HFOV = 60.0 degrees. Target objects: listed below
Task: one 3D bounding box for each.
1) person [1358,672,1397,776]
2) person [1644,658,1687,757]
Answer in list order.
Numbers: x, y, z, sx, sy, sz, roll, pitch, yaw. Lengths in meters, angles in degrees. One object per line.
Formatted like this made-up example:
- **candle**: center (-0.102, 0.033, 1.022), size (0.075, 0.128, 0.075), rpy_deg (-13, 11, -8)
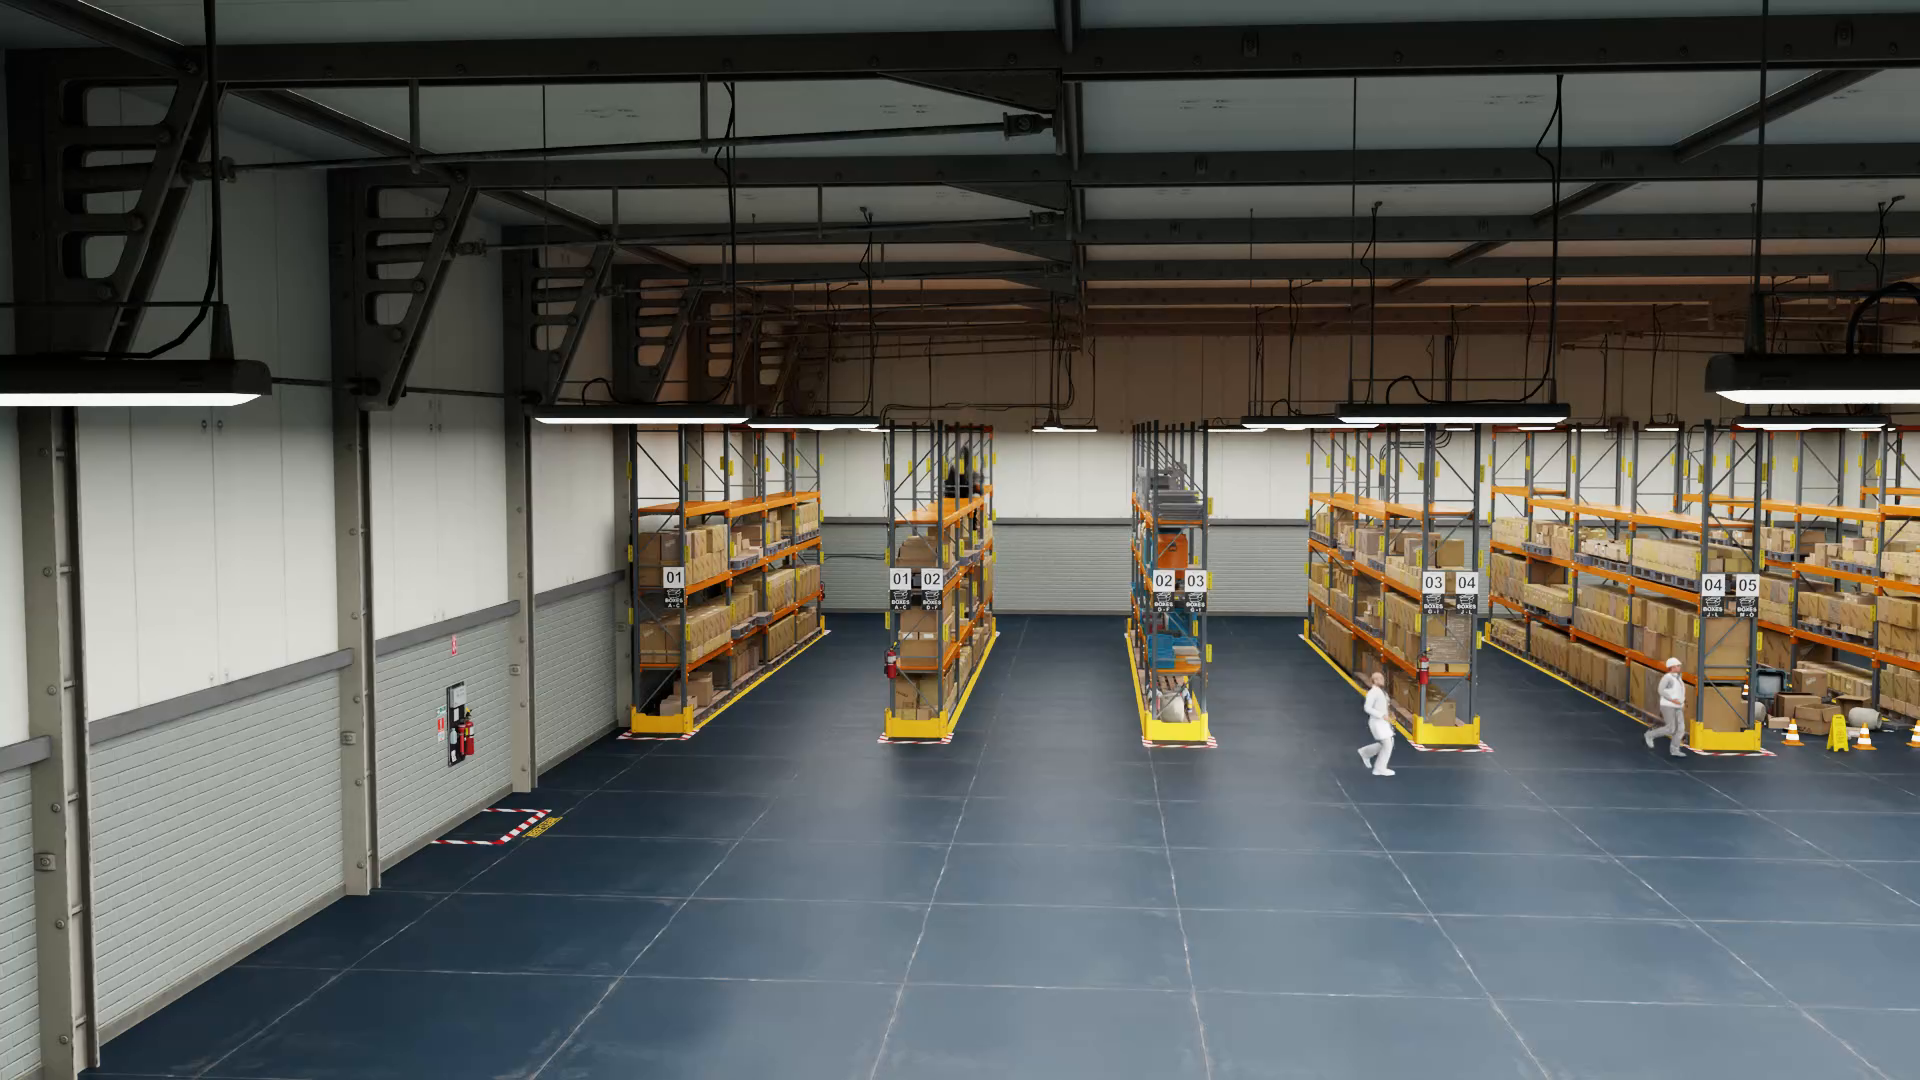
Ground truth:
- **person**: center (7.010, 3.084, 27.984), size (0.670, 1.724, 0.708), rpy_deg (2, 4, 31)
- **person**: center (12.762, 2.980, 29.828), size (0.704, 1.735, 0.767), rpy_deg (-3, 5, -37)
